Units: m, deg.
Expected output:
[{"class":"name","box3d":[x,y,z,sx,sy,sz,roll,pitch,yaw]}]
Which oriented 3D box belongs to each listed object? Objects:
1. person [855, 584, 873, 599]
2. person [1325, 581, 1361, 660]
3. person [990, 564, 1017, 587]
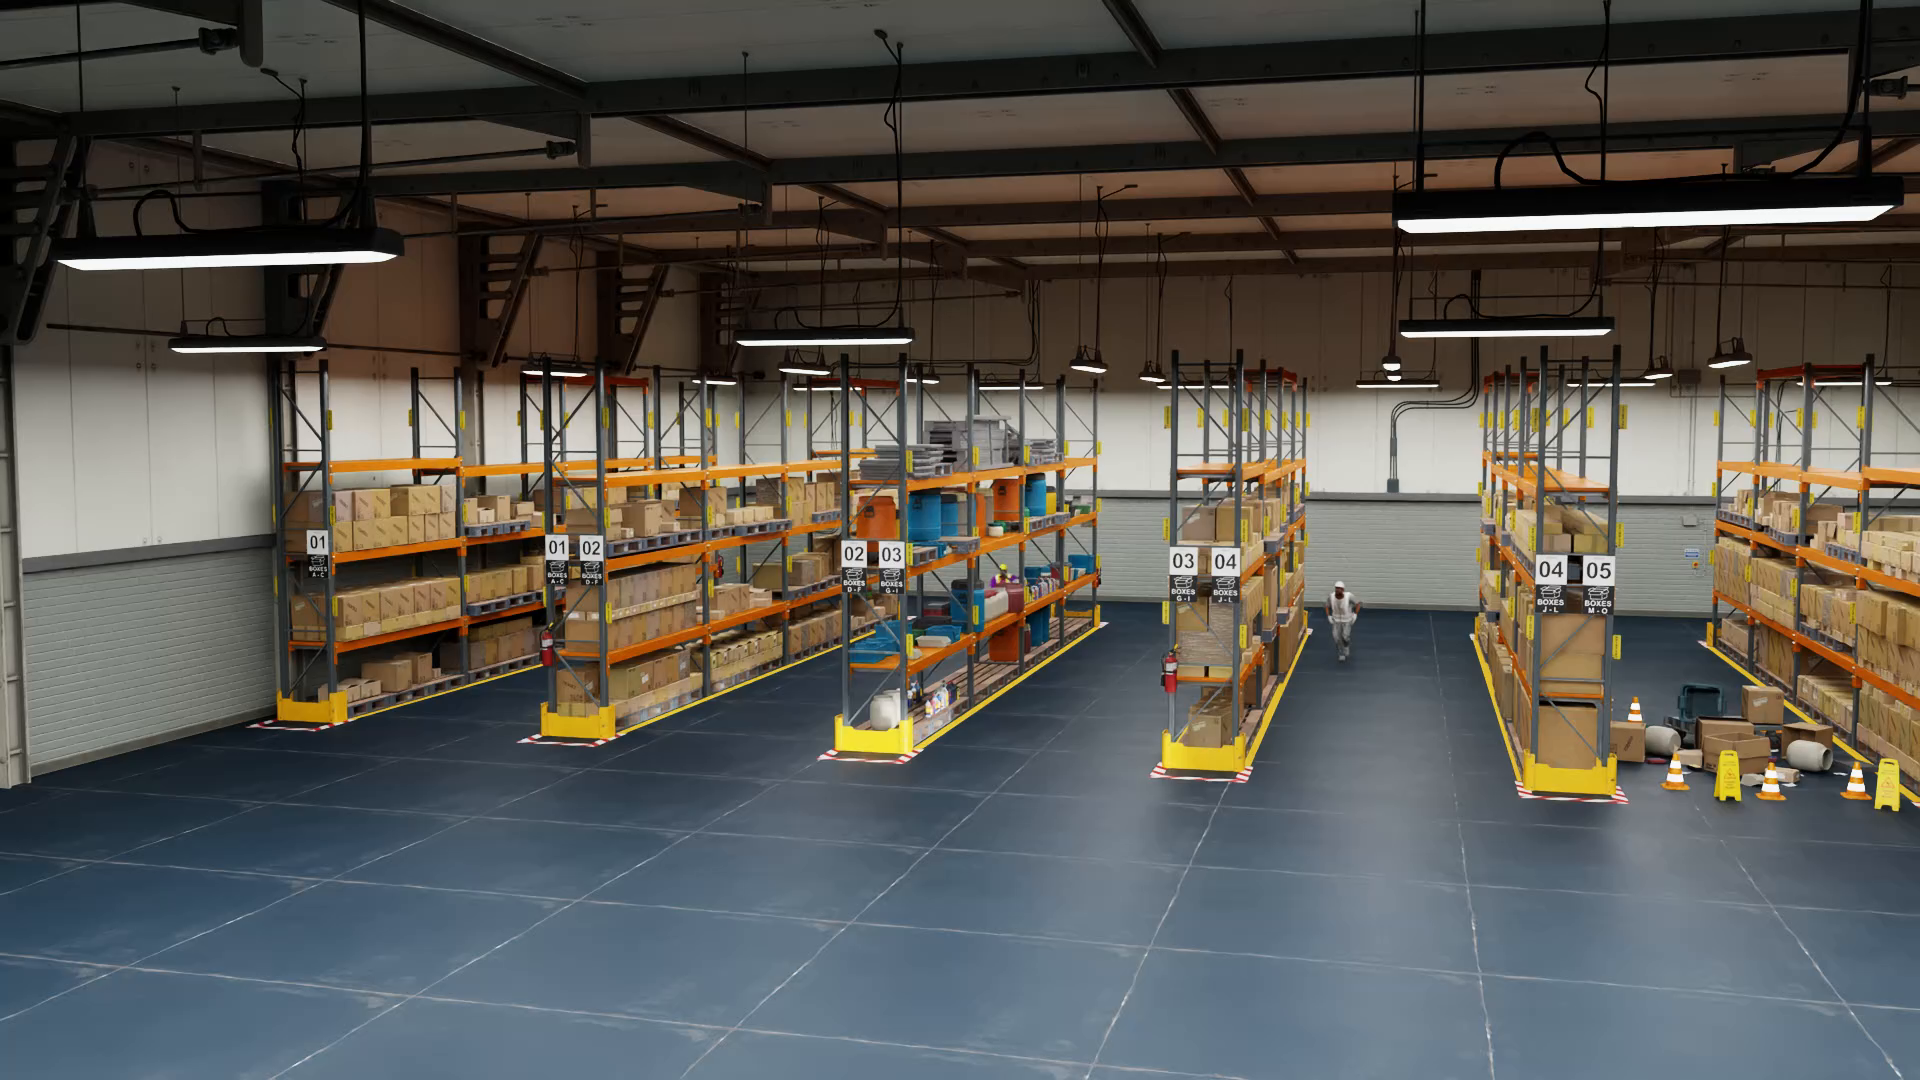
[{"class":"person","box3d":[-2.700,0.752,46.704,0.832,1.772,0.500,1,4,10]},{"class":"person","box3d":[7.944,1.679,34.580,0.698,1.682,0.652,2,4,22]},{"class":"person","box3d":[1.071,1.377,38.845,0.718,1.667,0.694,2,5,27]}]
